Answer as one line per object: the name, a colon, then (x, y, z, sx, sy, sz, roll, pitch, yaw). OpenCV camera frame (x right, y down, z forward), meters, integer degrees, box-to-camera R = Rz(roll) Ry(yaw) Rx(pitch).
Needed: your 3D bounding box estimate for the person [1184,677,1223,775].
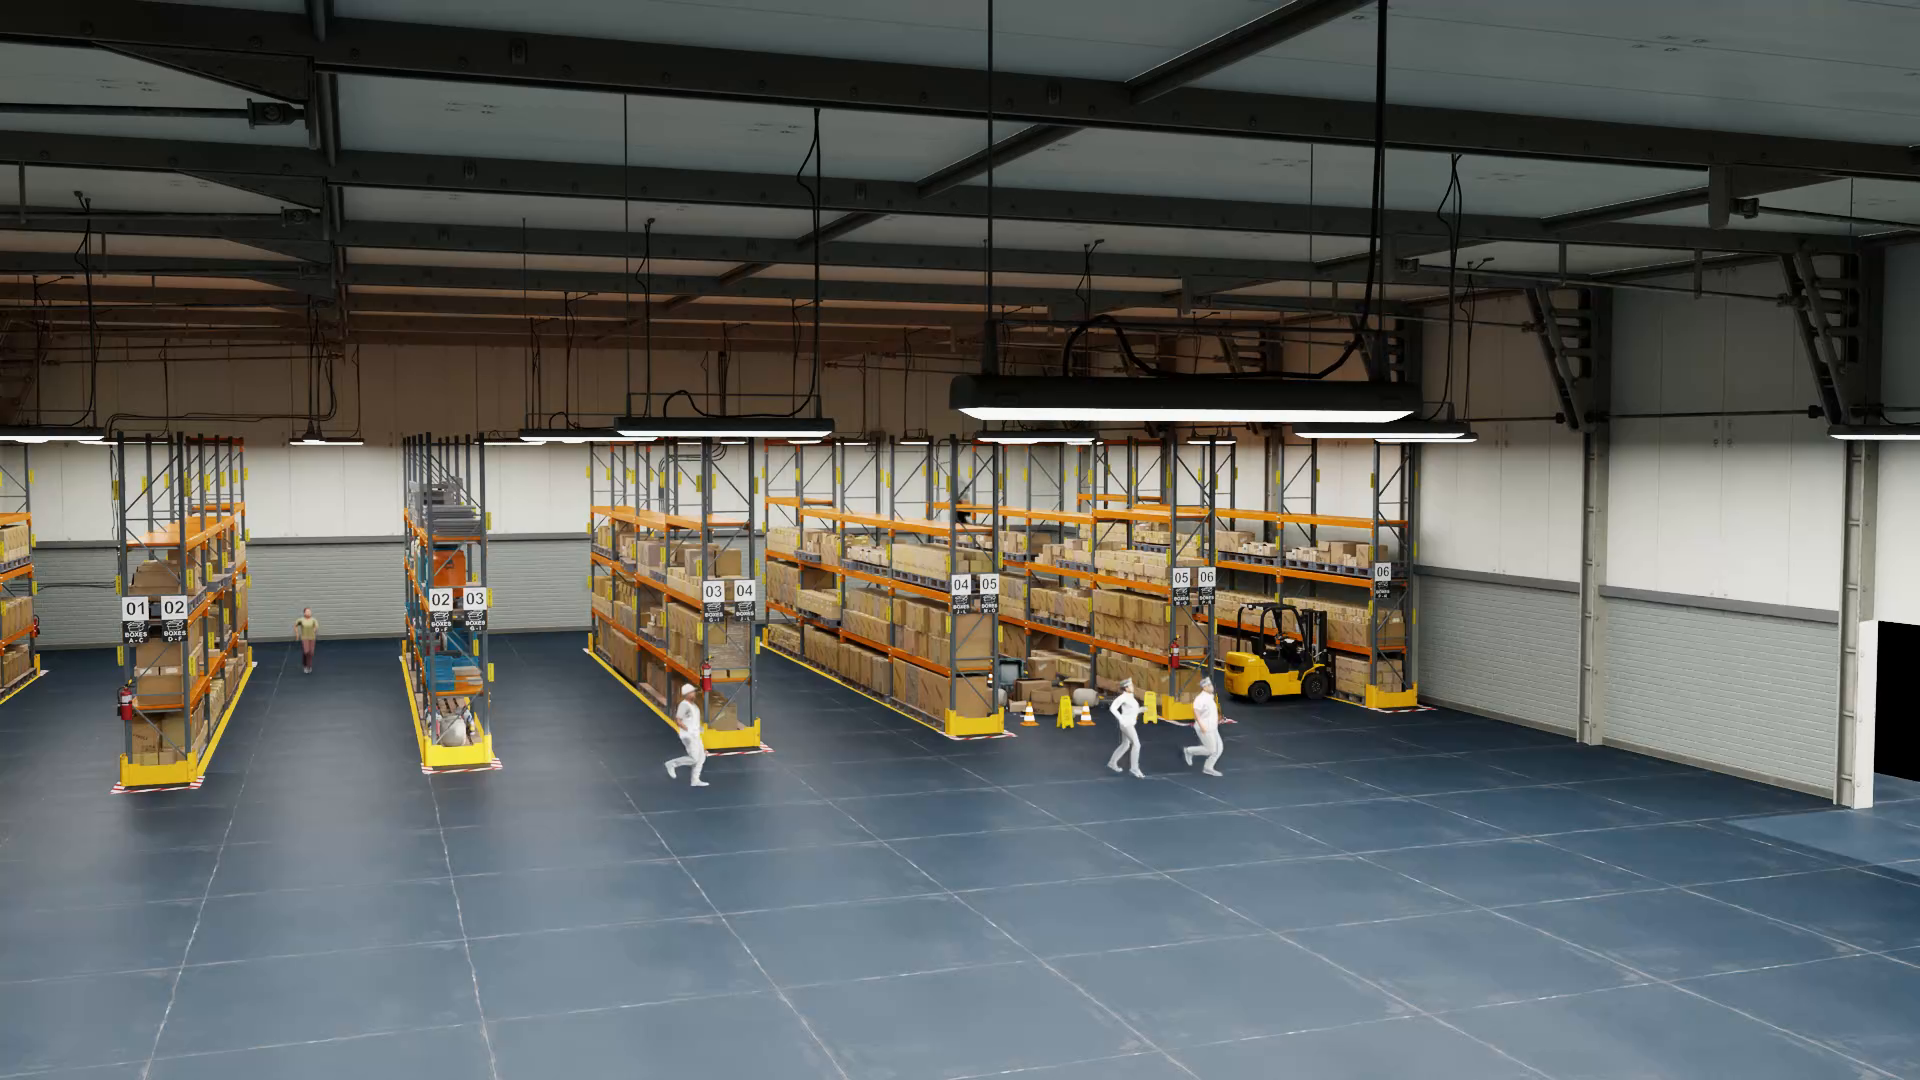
person: (4.273, 3.248, 29.102, 0.633, 1.727, 0.667, 2, 4, 26)

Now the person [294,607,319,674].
person: (-16.559, 2.551, 42.218, 0.552, 1.684, 0.687, -2, 4, -35)

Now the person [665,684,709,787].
person: (-4.606, 3.305, 28.099, 0.731, 1.750, 0.681, 0, 3, 7)

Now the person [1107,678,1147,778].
person: (2.918, 3.266, 29.000, 0.692, 1.747, 0.597, 1, 3, 19)
